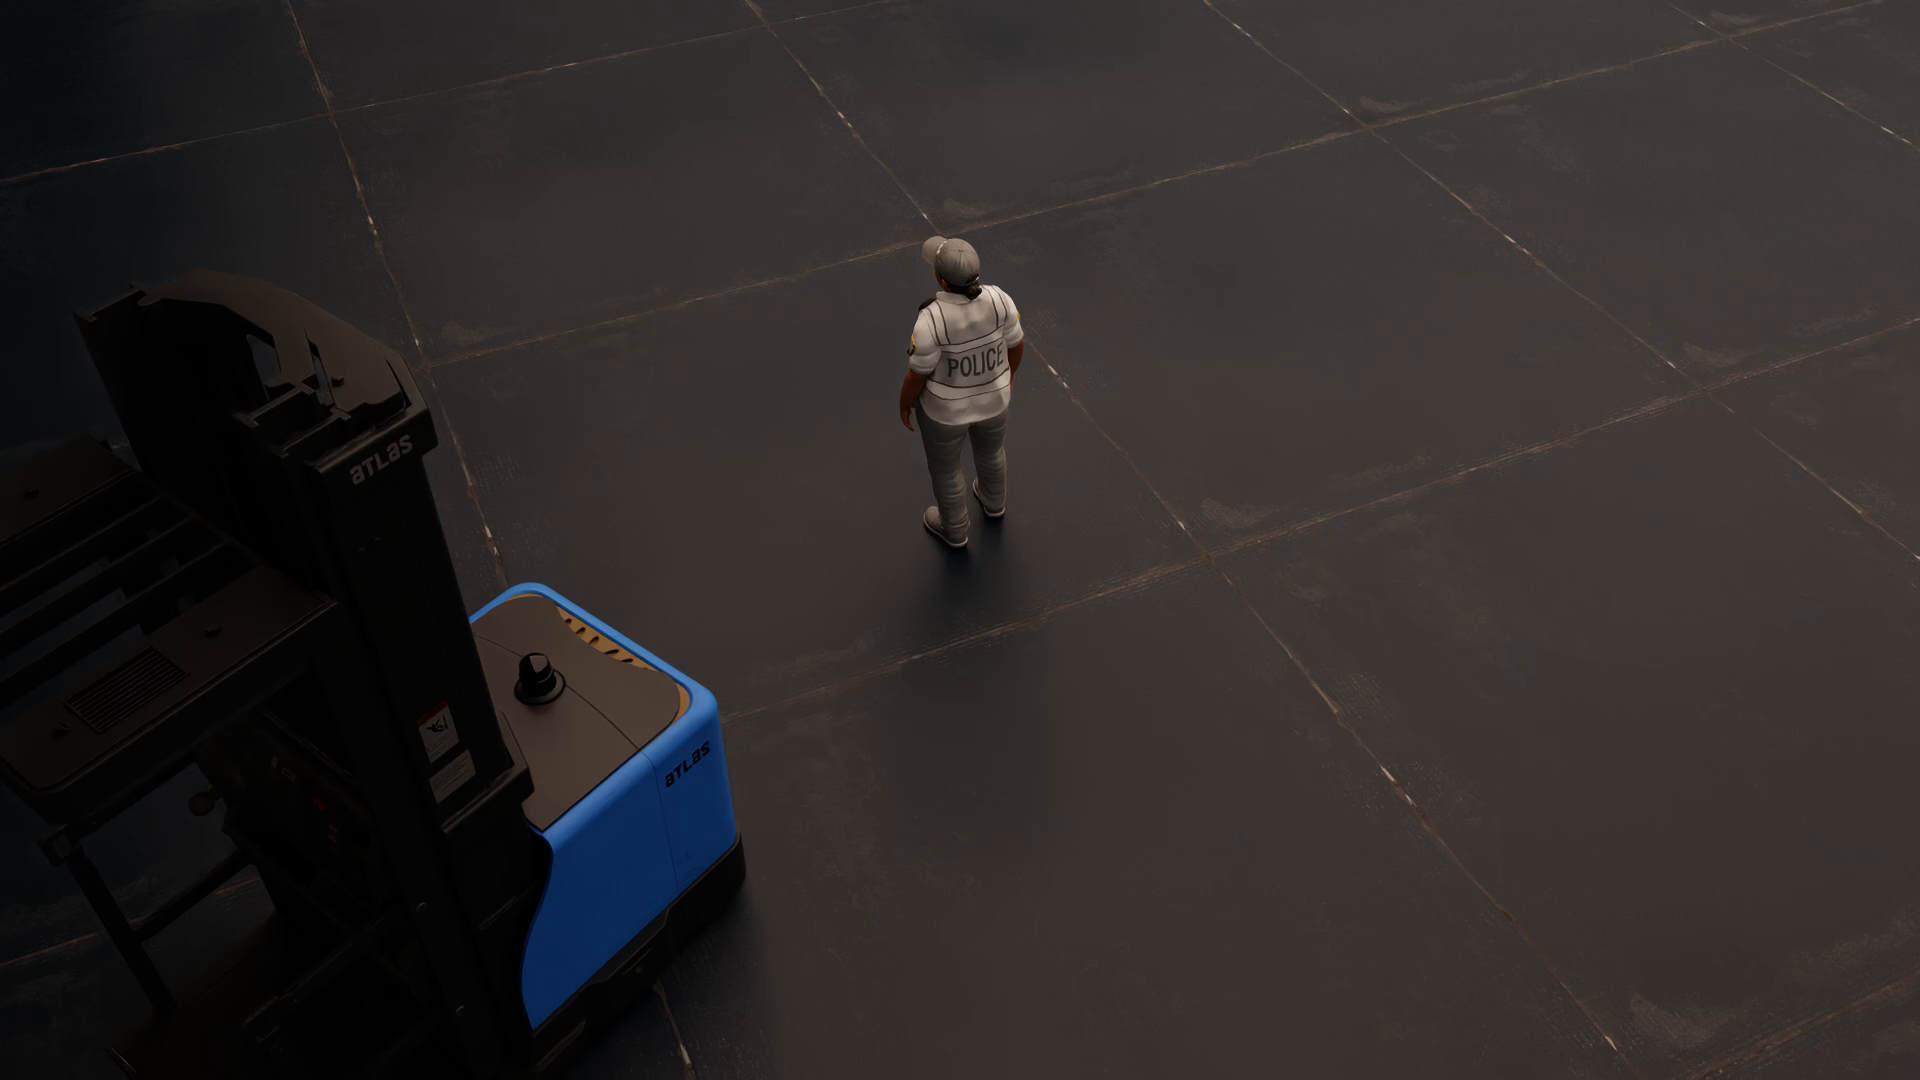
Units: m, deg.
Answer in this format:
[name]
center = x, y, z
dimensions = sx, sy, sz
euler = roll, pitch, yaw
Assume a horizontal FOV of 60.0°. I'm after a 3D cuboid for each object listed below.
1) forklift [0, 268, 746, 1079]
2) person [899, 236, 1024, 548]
[forklift]
center = -2.121, 0.838, 4.782
dimensions = 1.130, 2.935, 3.031
euler = 28, 50, 27
[person]
center = -0.012, -0.669, 7.312
dimensions = 0.599, 1.670, 0.529
euler = -18, 46, -18
